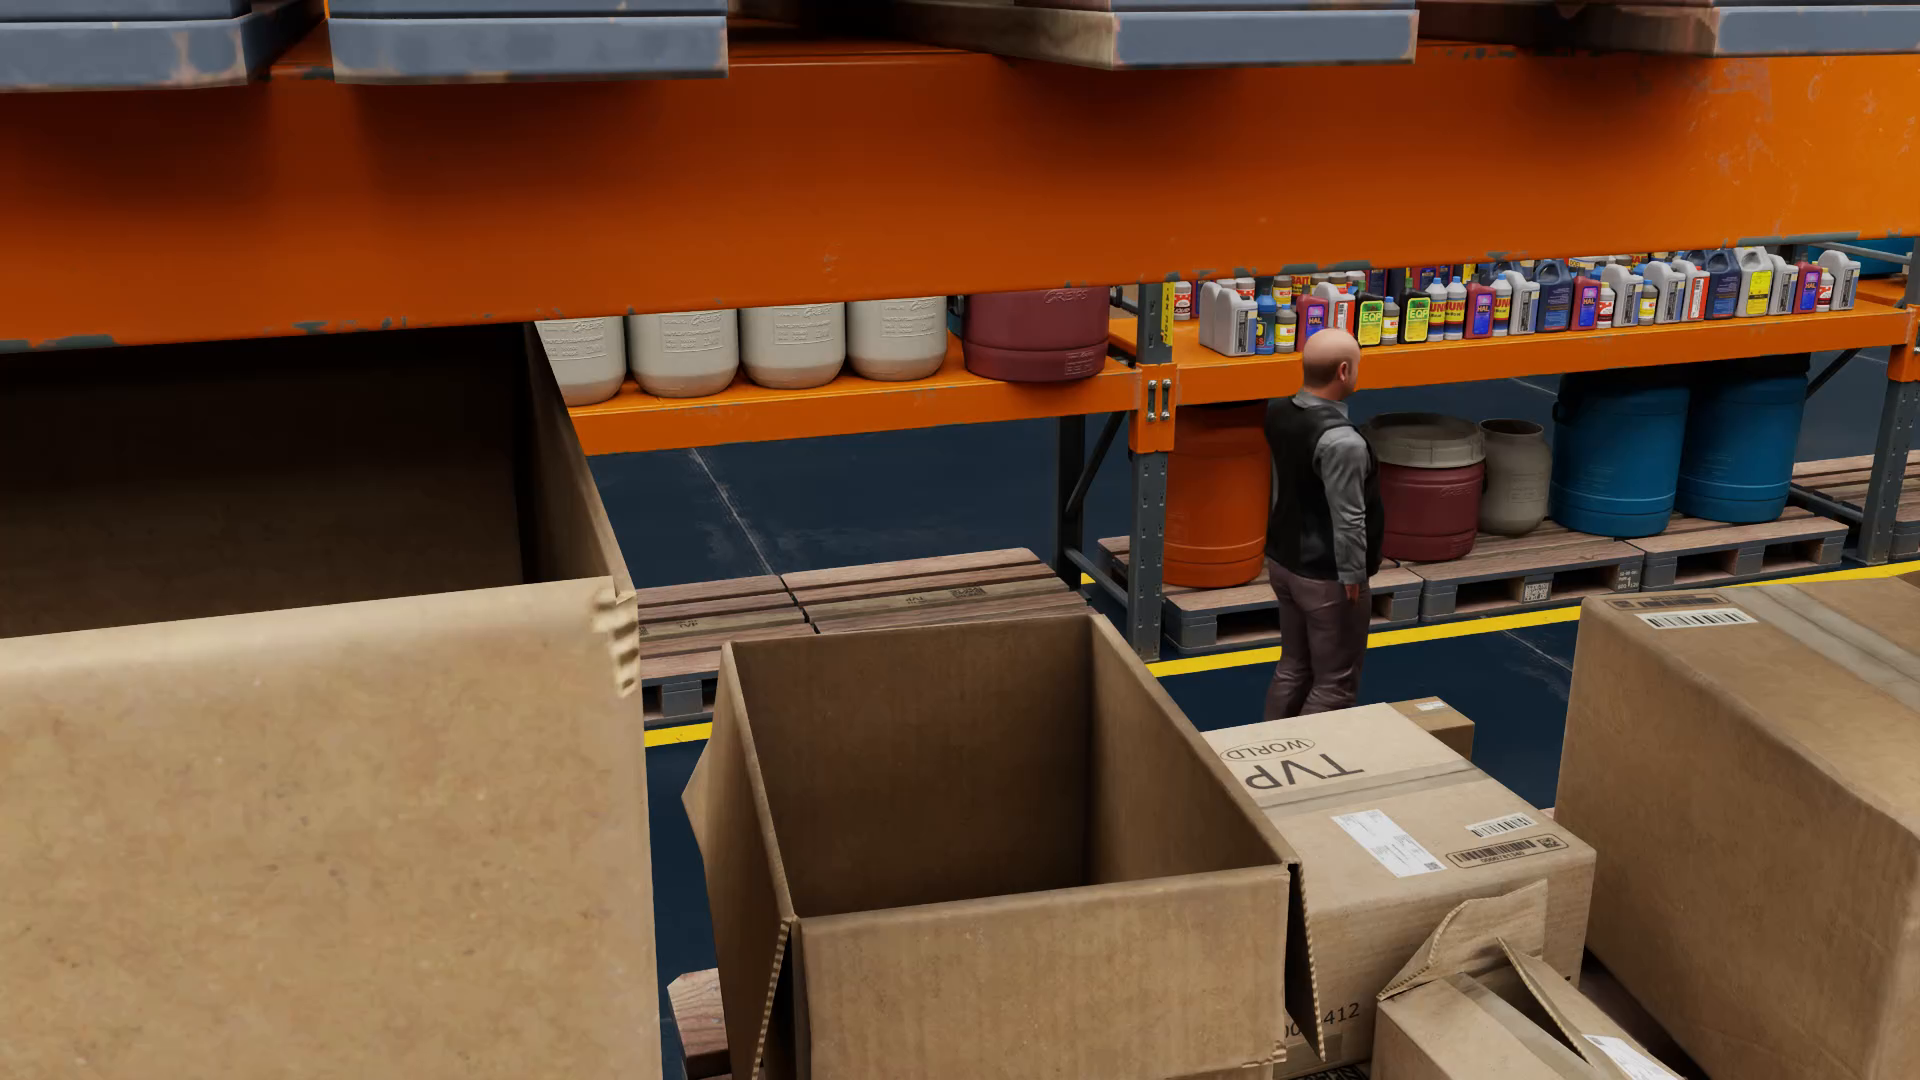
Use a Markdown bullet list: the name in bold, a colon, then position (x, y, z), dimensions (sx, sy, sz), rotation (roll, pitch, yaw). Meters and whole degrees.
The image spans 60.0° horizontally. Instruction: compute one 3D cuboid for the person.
- **person**: position (1.253, 0.108, 5.802), dimensions (0.360, 1.715, 0.533), rotation (-6, 20, -16)
